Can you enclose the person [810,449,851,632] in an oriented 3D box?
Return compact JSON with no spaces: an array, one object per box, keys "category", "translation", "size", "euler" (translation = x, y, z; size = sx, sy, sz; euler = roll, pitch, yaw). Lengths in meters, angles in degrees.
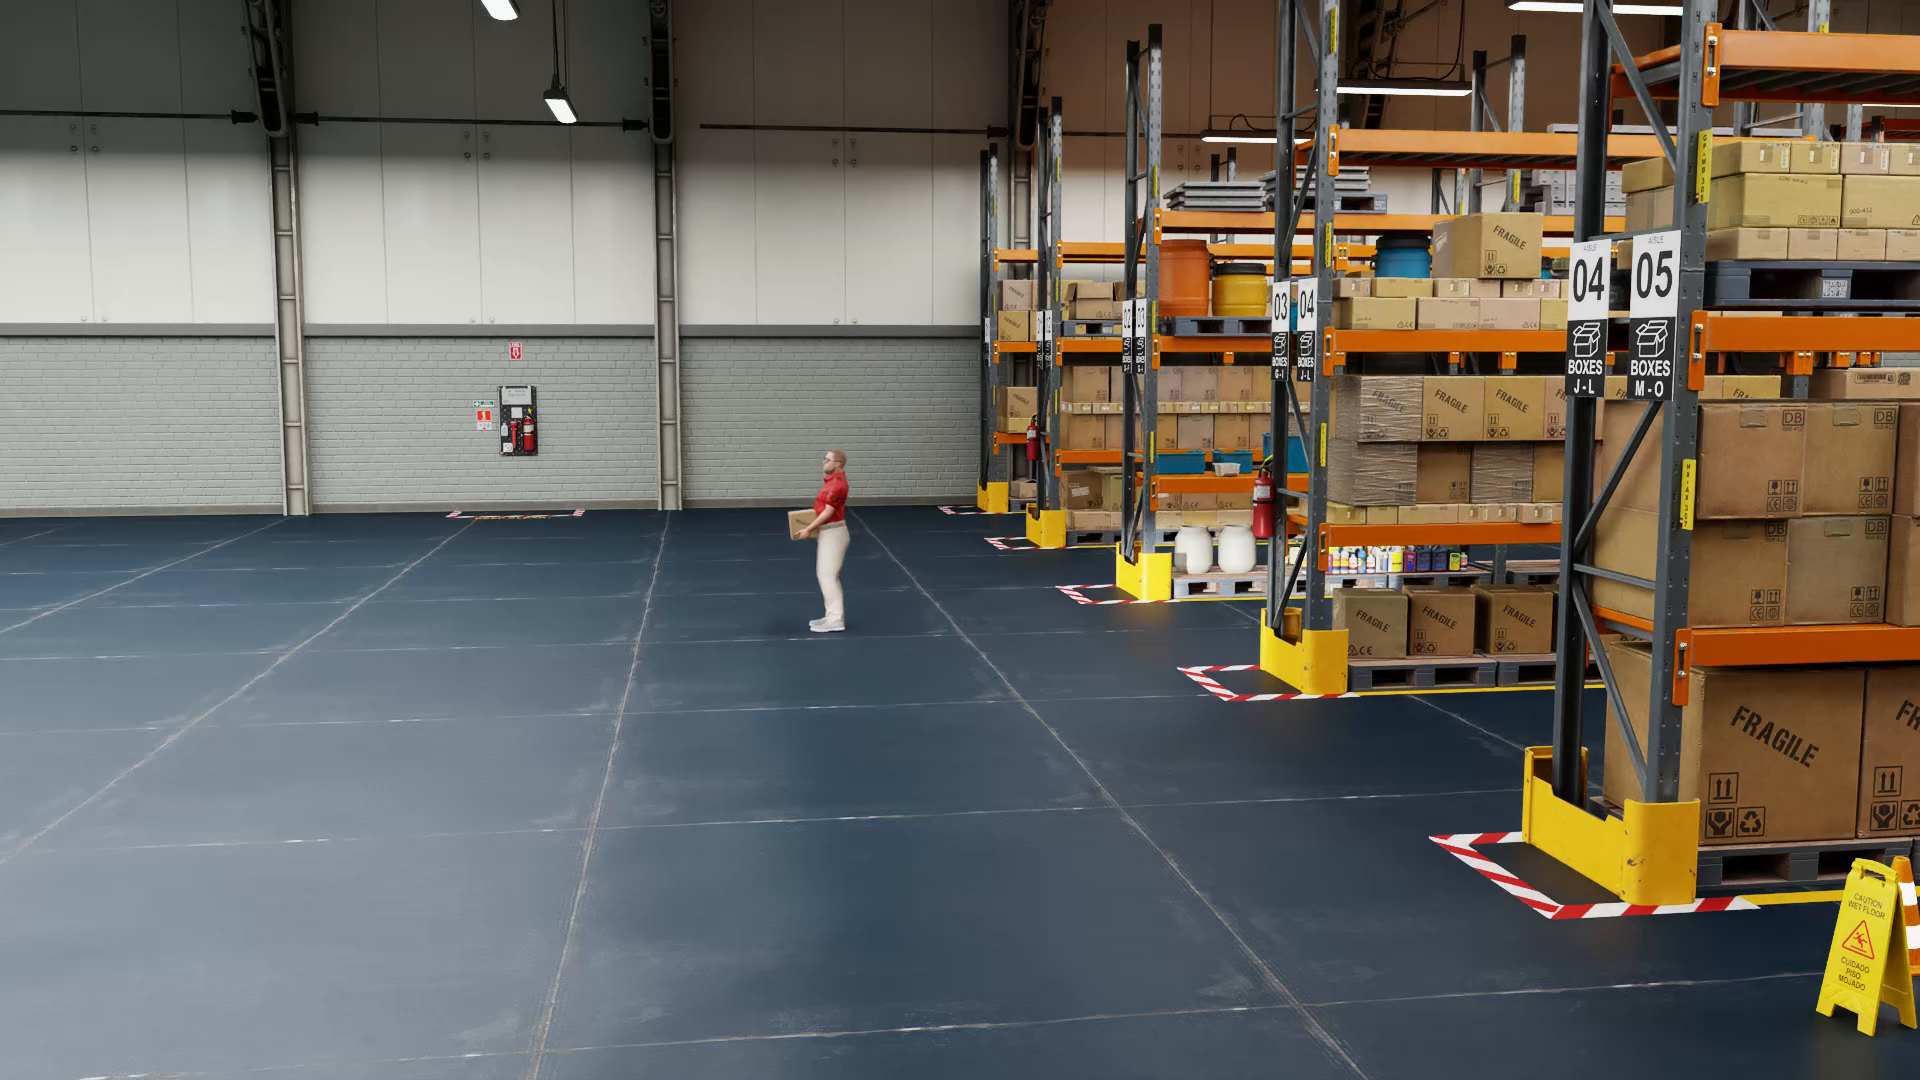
[{"category":"person","translation":[-1.242,-0.006,15.822],"size":[0.384,1.728,0.602],"euler":[-1,7,-11]}]
